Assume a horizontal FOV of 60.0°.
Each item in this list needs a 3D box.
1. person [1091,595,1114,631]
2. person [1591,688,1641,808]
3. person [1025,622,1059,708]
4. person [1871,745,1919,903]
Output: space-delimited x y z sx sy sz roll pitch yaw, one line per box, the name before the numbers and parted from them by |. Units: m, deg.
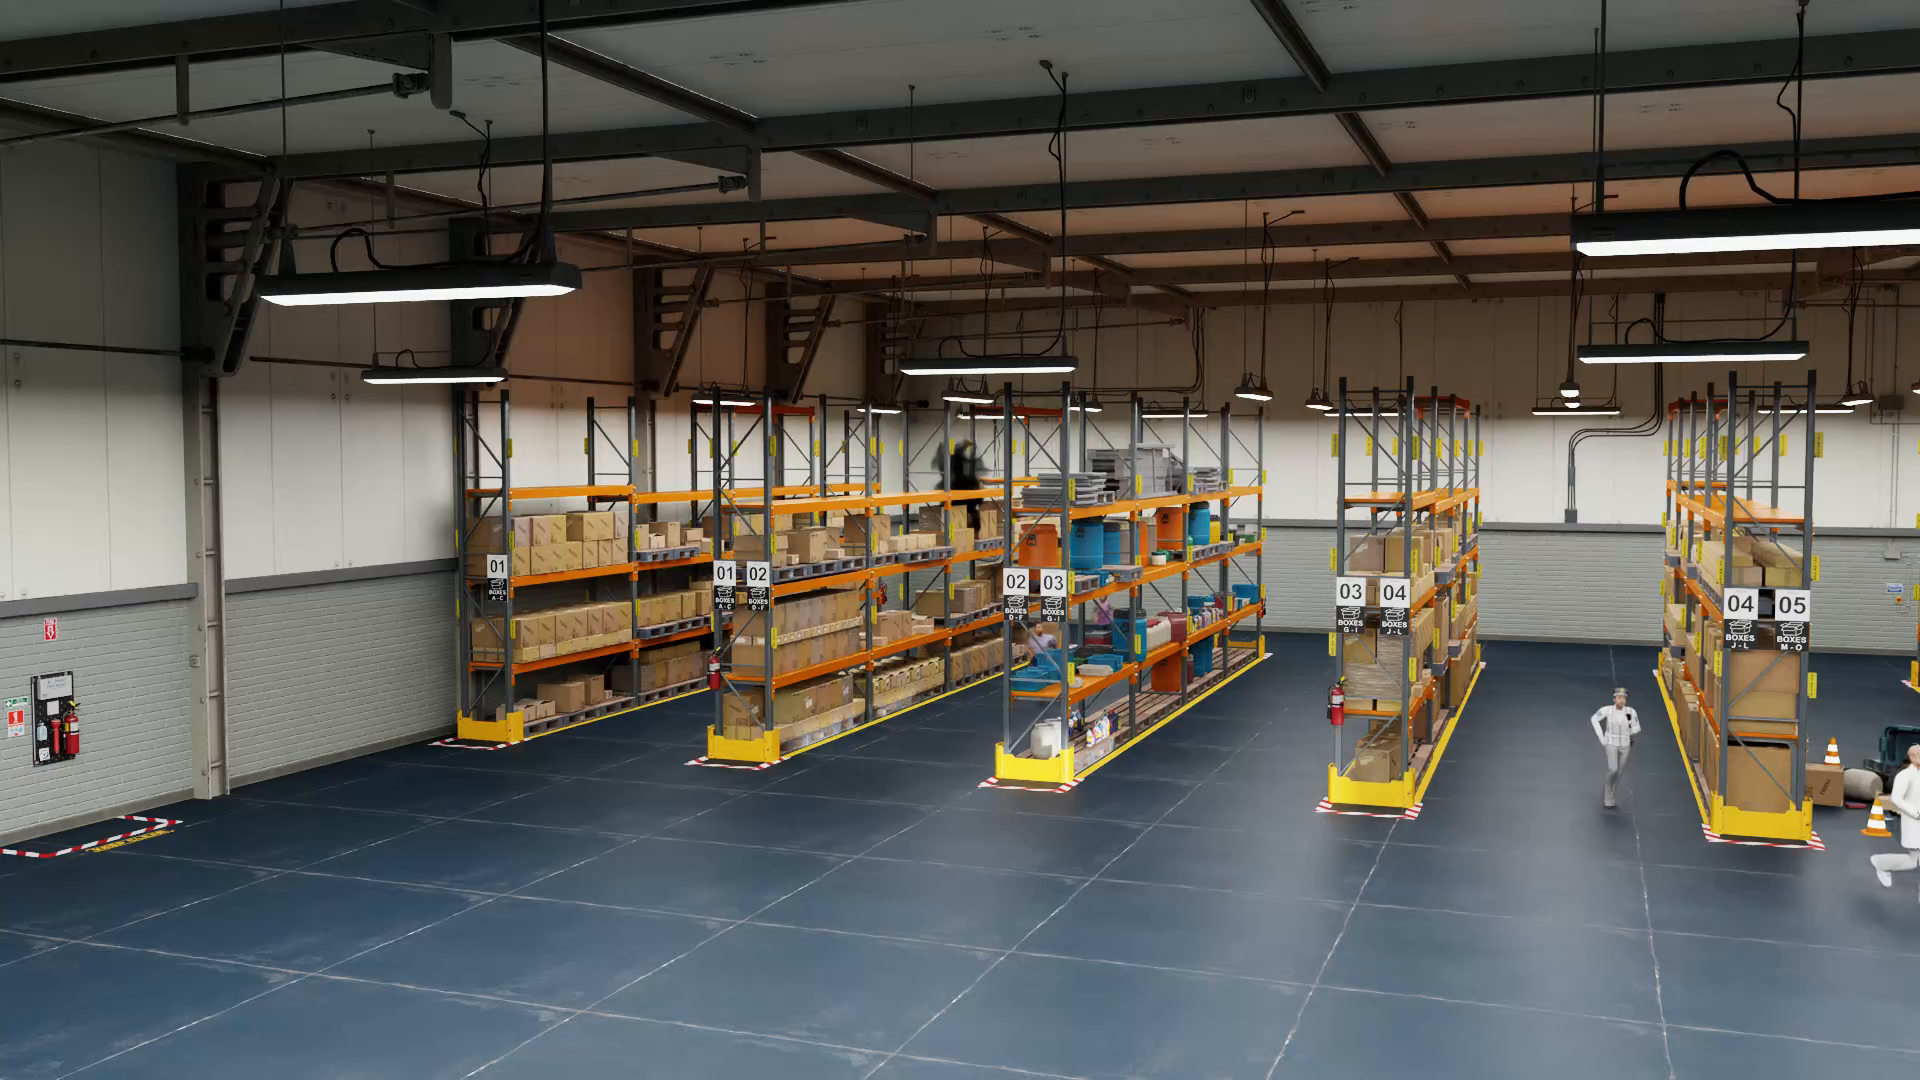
person | 3.430 2.045 39.951 0.586 1.534 0.558 1 3 10
person | 9.177 2.883 23.219 0.601 1.681 0.710 0 3 5
person | 1.566 2.432 32.167 0.618 1.692 0.691 1 3 19
person | 10.509 3.124 18.282 0.720 1.753 0.878 -2 4 -27
